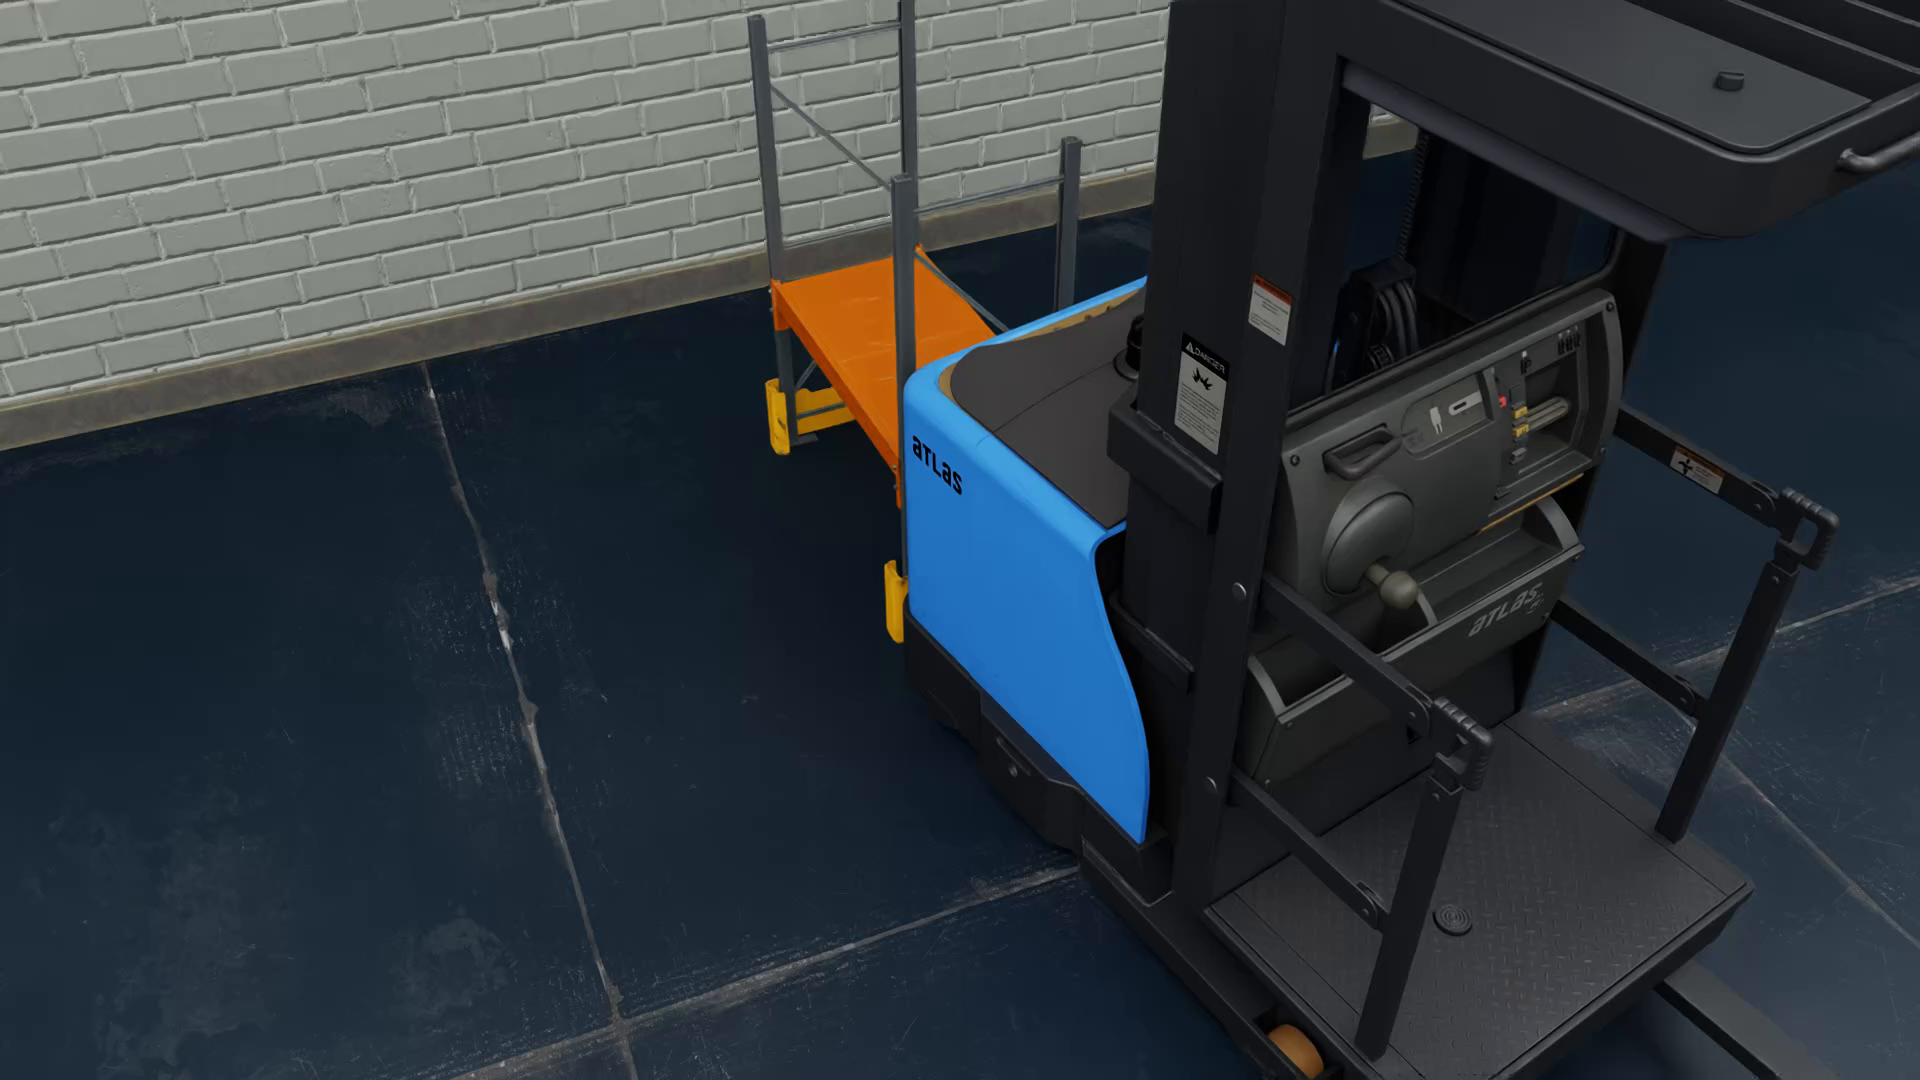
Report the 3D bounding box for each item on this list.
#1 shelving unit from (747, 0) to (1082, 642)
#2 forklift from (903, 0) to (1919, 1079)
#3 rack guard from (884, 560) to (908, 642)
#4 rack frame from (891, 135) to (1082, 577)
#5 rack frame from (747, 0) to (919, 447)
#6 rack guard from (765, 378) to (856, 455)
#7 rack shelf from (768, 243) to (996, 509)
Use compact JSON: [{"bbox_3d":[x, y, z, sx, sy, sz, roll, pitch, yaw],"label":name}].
[{"bbox_3d":[-0.152,-0.662,4.870,0.587,1.500,1.083,-17,44,-19],"label":"shelving unit"},{"bbox_3d":[1.103,-0.105,3.124,1.130,2.935,3.031,-25,46,-26],"label":"forklift"},{"bbox_3d":[0.059,0.106,4.935,0.587,0.250,0.087,-17,44,-19],"label":"rack guard"},{"bbox_3d":[0.068,-0.357,4.515,0.500,1.500,0.032,-17,44,-19],"label":"rack frame"},{"bbox_3d":[-0.363,-0.957,5.213,0.500,1.500,0.032,-17,44,-19],"label":"rack frame"},{"bbox_3d":[-0.363,-0.483,5.619,0.587,0.250,0.087,-17,44,-19],"label":"rack guard"},{"bbox_3d":[-0.148,-0.521,4.981,0.538,0.185,1.000,-17,44,-19],"label":"rack shelf"}]
